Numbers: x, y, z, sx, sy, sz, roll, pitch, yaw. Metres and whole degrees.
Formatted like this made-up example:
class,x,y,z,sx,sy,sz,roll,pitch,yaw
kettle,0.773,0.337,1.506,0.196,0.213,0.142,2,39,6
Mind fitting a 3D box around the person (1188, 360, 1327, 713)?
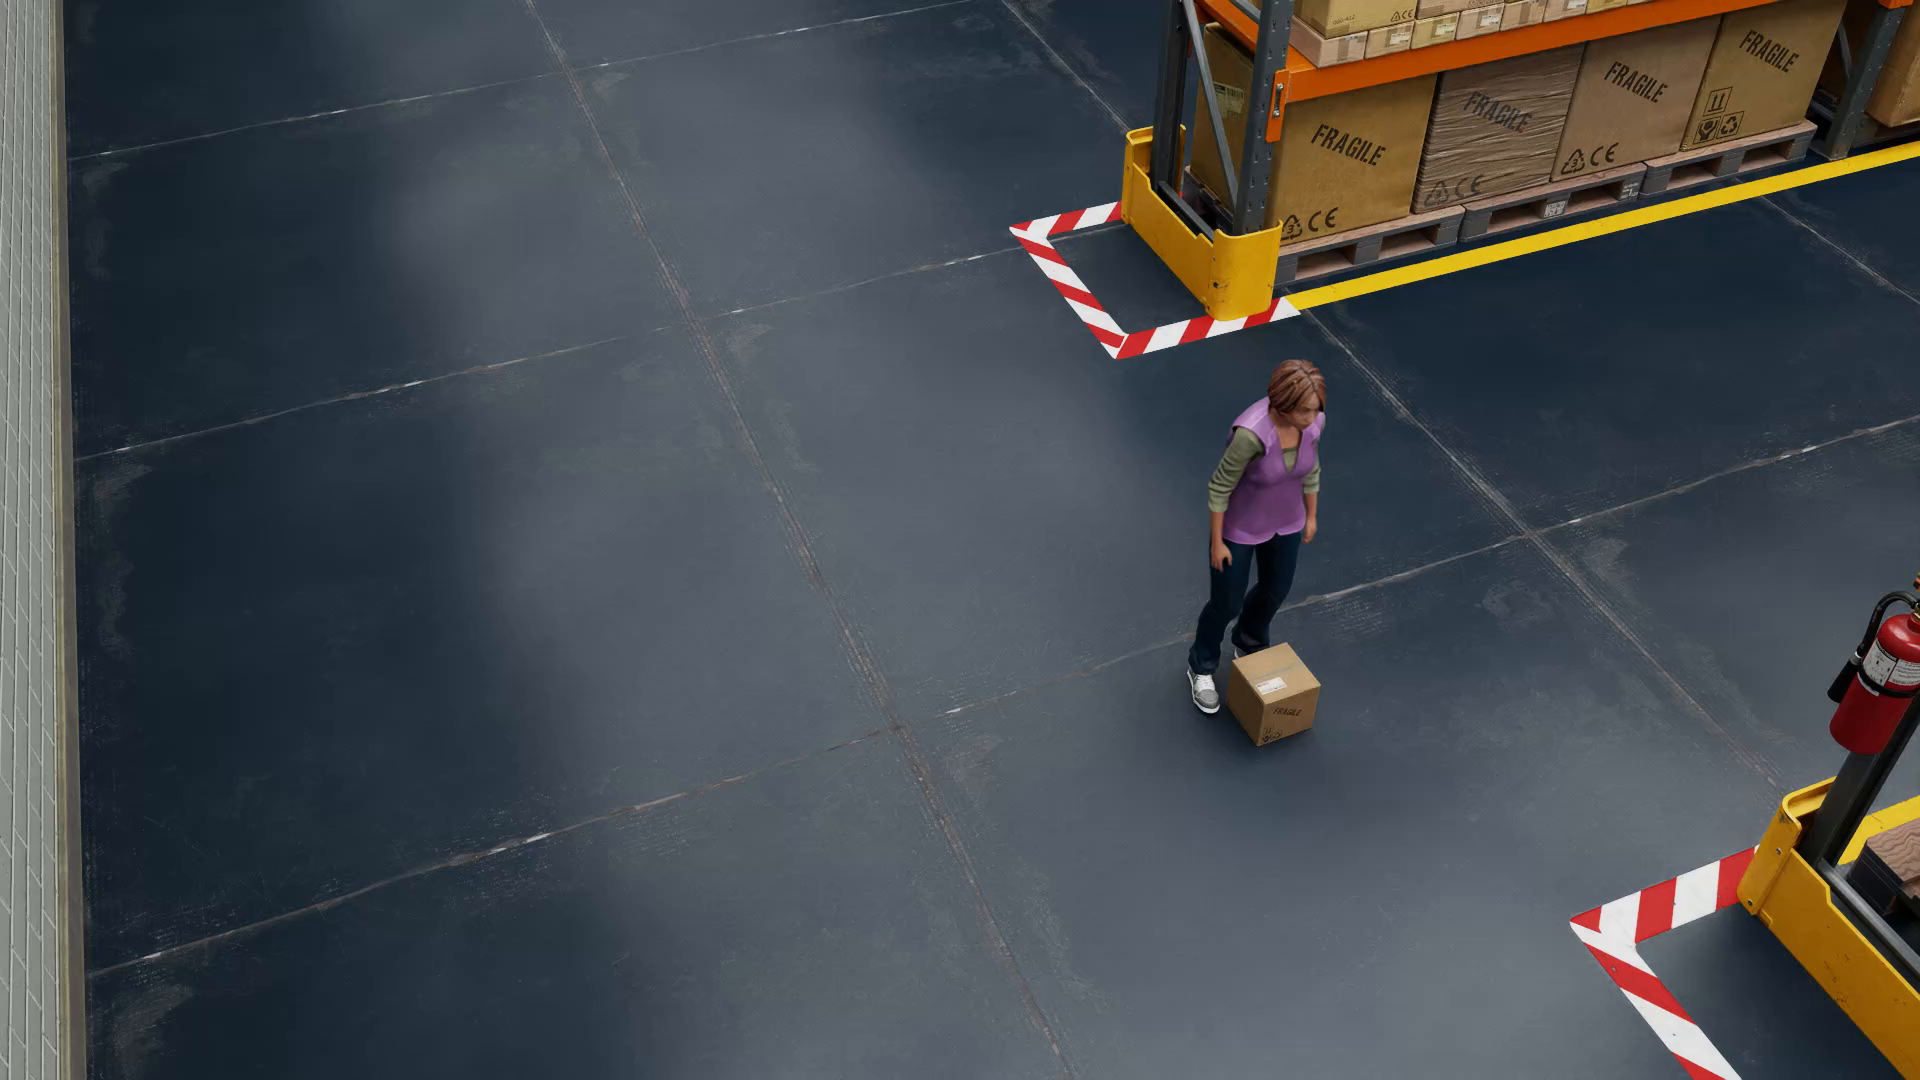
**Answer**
class,x,y,z,sx,sy,sz,roll,pitch,yaw
person,1.122,-0.039,6.211,0.473,1.593,0.350,-16,45,-17
